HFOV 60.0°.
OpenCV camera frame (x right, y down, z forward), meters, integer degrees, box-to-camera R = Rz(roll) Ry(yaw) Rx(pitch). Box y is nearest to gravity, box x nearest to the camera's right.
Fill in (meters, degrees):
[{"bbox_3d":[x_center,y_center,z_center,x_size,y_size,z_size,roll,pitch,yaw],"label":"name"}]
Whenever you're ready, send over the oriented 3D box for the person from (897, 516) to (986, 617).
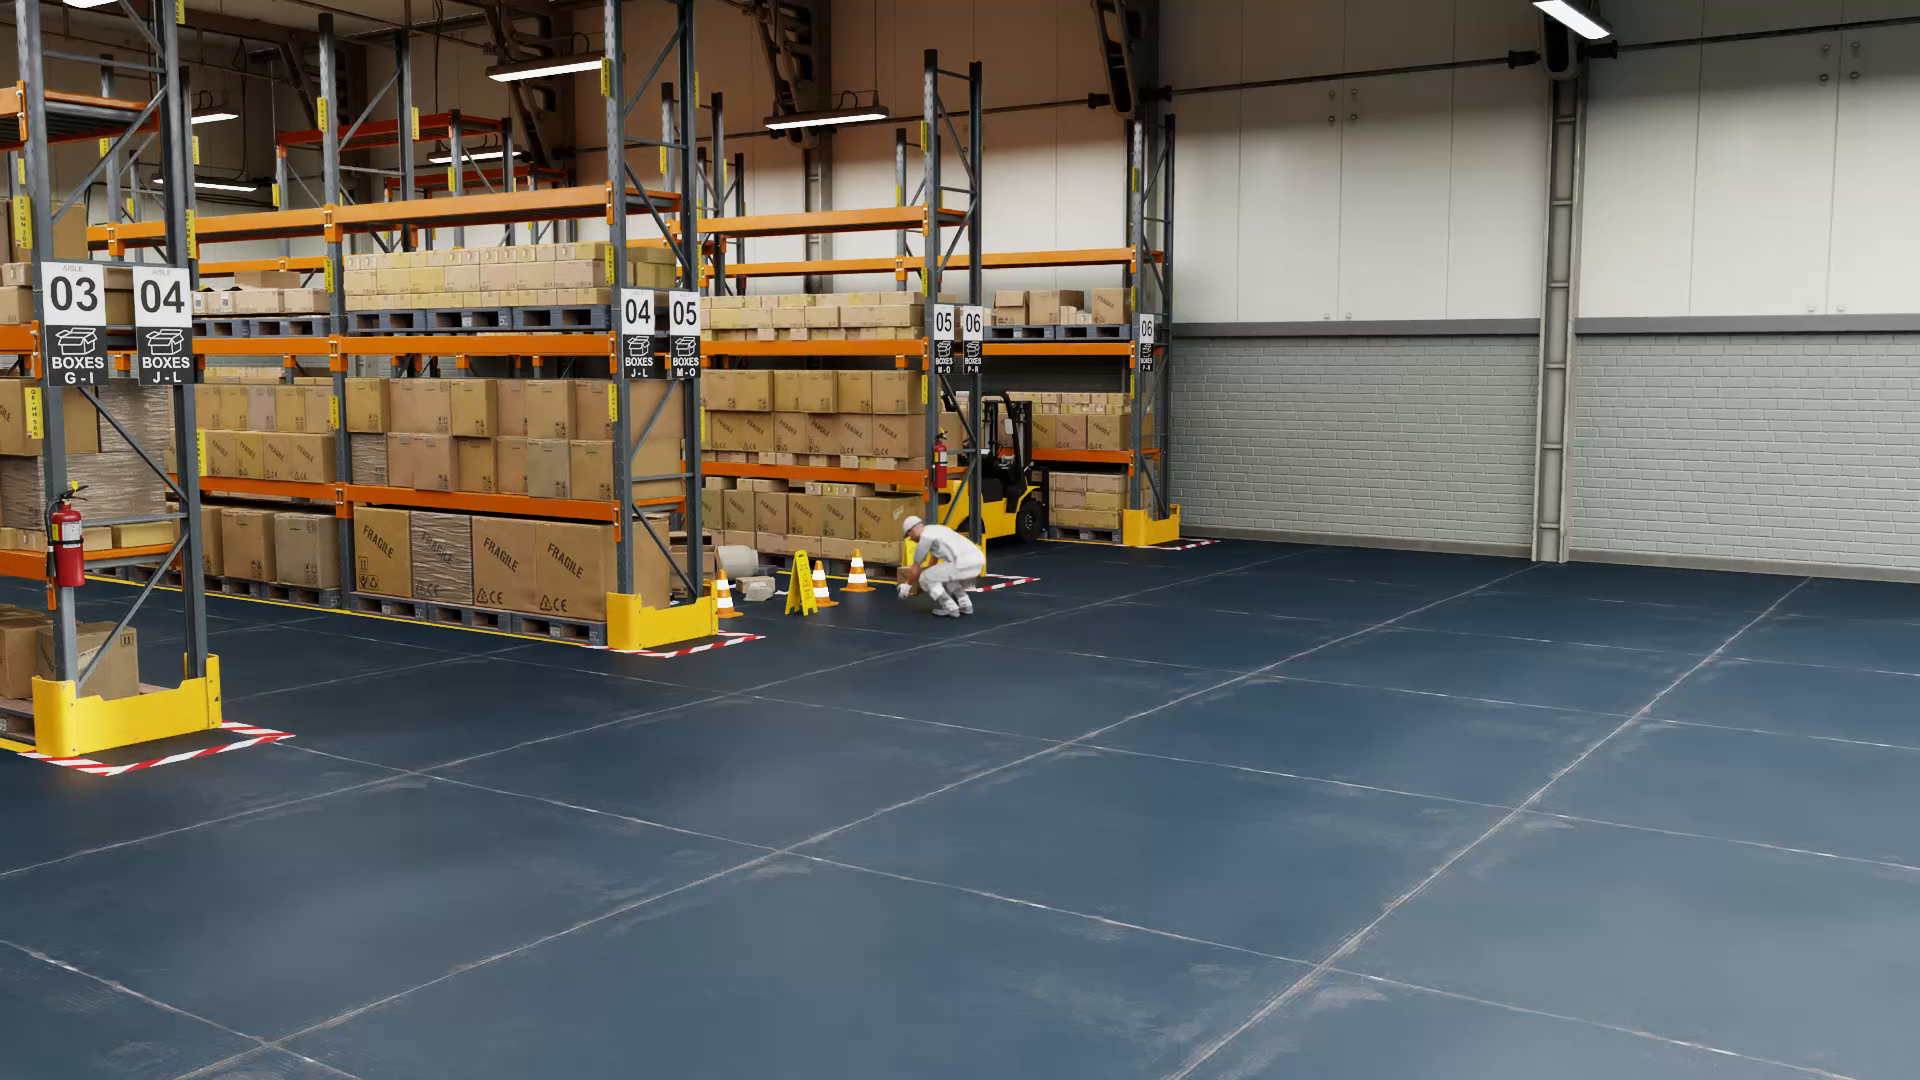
[{"bbox_3d":[-0.192,0.262,16.929,0.907,0.991,0.541,4,7,32],"label":"person"}]
